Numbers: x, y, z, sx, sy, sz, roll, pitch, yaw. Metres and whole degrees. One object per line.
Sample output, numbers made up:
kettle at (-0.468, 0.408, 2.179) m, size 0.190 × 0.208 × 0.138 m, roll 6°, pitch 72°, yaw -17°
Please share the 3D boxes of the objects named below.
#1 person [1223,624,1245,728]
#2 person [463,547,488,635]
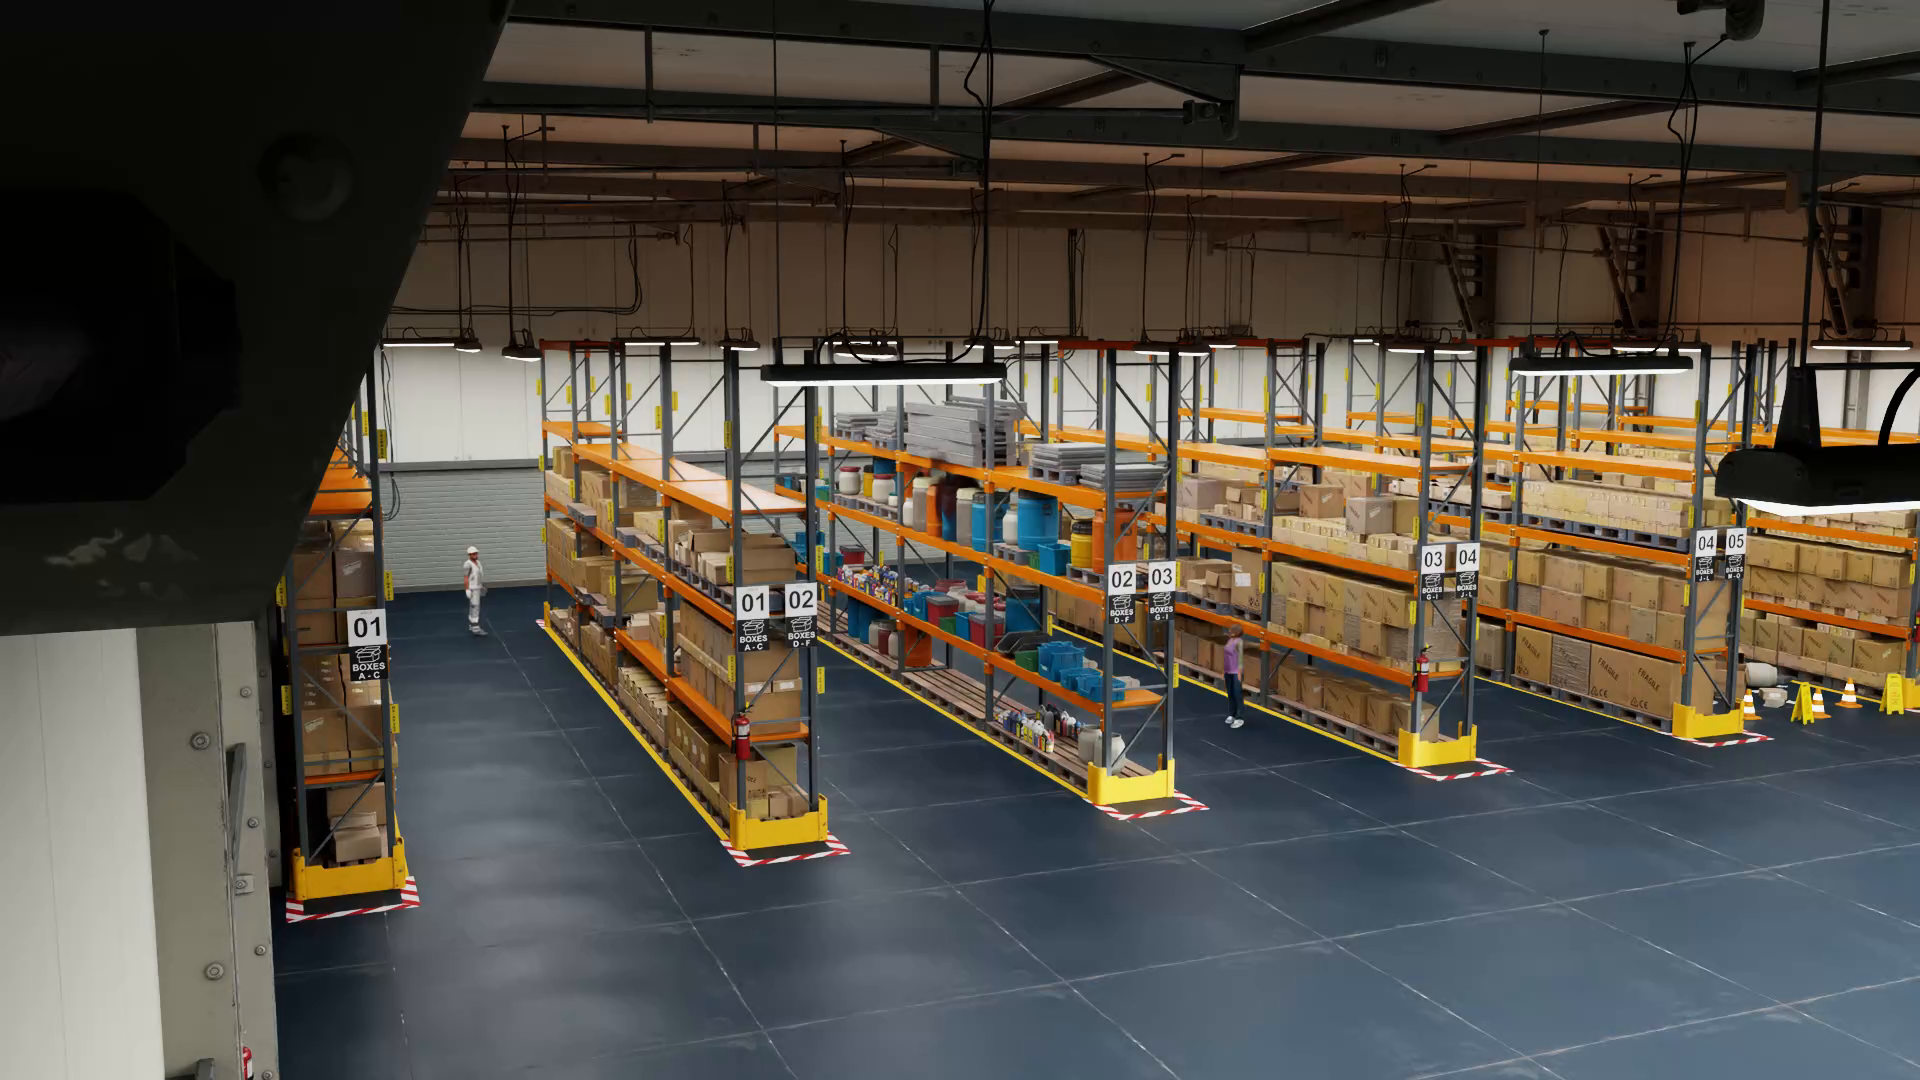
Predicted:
person at (4.328, 2.128, 26.320) m, size 0.375 × 1.608 × 0.506 m, roll -4°, pitch 8°, yaw -27°
person at (-9.900, 1.027, 34.062) m, size 0.465 × 1.797 × 0.592 m, roll 0°, pitch 7°, yaw -4°
